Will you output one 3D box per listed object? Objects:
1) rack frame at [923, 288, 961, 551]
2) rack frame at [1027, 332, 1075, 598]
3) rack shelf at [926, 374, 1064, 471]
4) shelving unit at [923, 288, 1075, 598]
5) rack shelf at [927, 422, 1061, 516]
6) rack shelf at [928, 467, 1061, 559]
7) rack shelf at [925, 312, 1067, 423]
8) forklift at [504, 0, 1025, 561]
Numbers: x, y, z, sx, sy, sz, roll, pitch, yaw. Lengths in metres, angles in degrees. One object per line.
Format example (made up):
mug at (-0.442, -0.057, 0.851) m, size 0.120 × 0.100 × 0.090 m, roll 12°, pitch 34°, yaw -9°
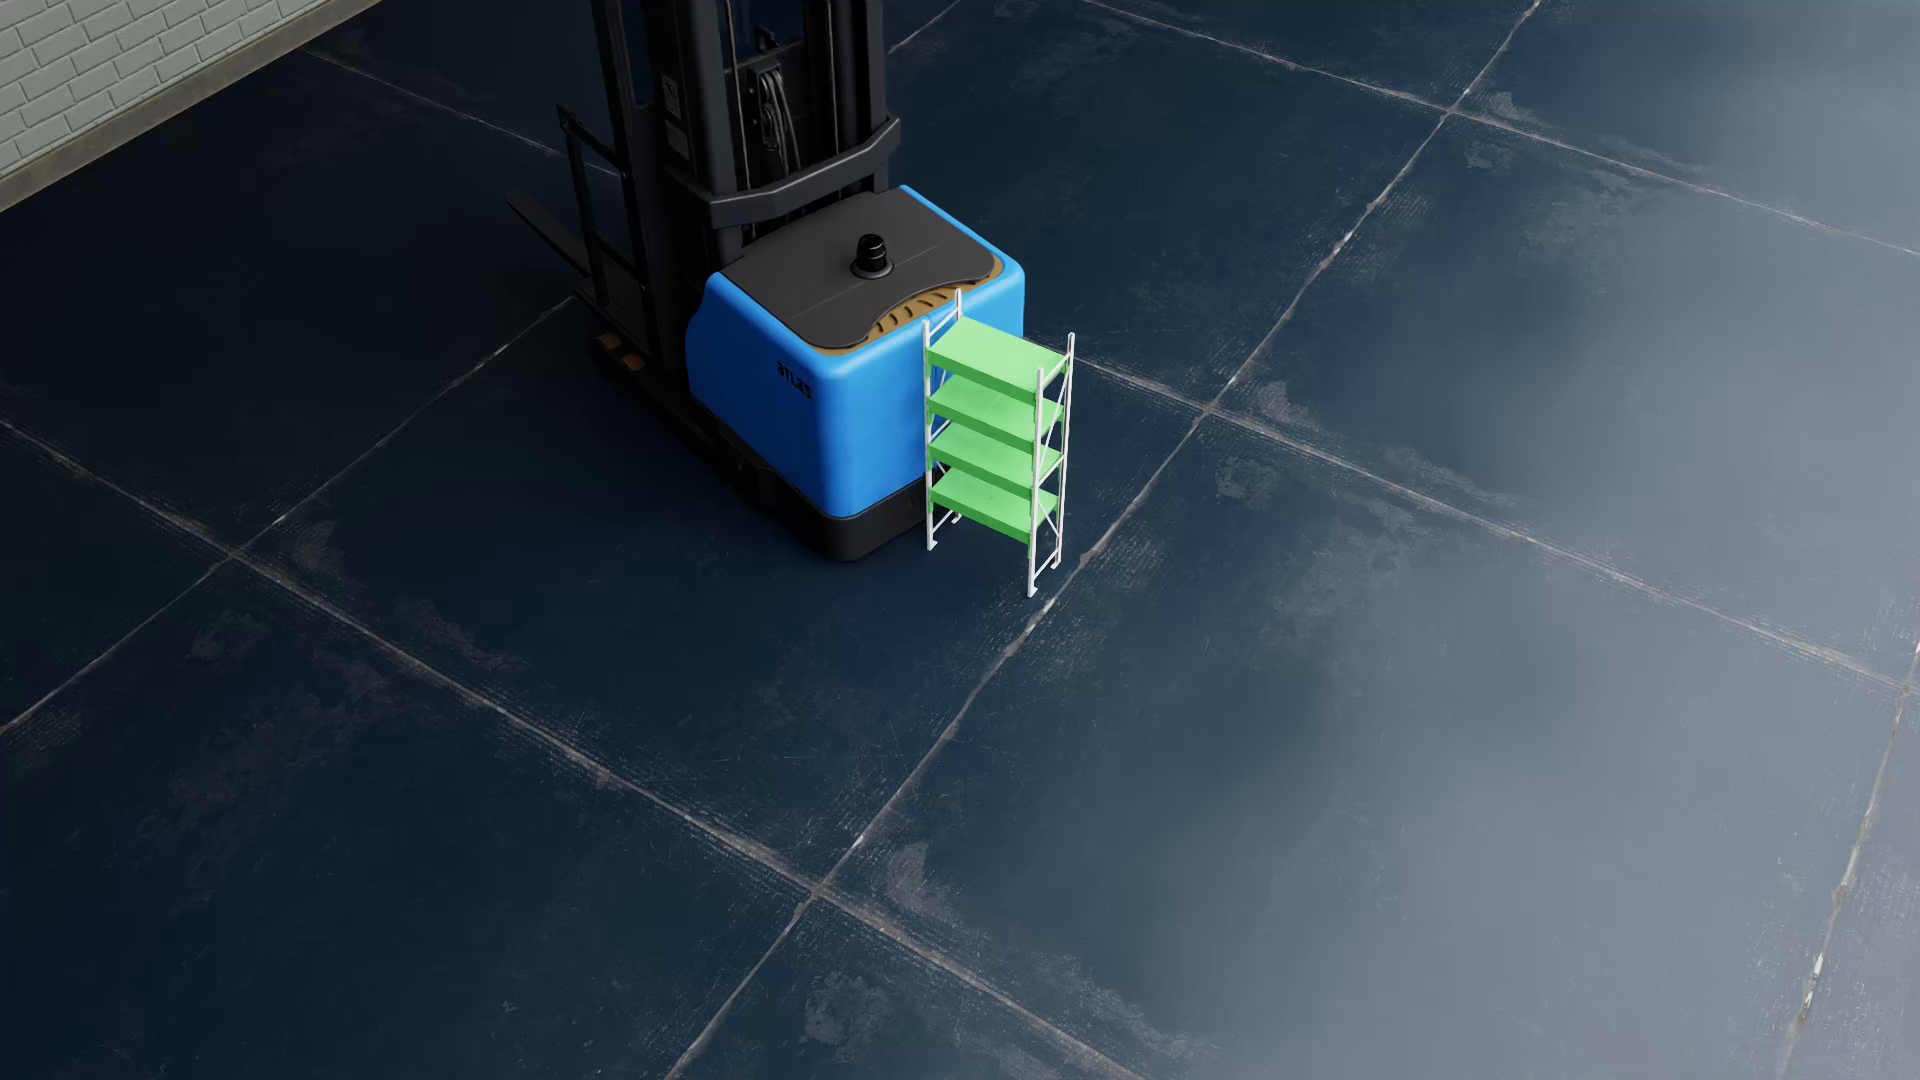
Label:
rack frame at (-0.066, -0.449, 6.571) m, size 0.015 × 1.200 × 0.240 m, roll 25°, pitch 51°, yaw 22°
rack frame at (0.345, -0.260, 6.387) m, size 0.015 × 1.200 × 0.240 m, roll 25°, pitch 51°, yaw 22°
rack shelf at (0.139, -0.477, 6.353) m, size 0.480 × 0.148 × 0.258 m, roll 25°, pitch 51°, yaw 22°
shelving unit at (0.139, -0.354, 6.479) m, size 0.503 × 1.200 × 0.258 m, roll 25°, pitch 51°, yaw 22°
rack shelf at (0.139, -0.310, 6.525) m, size 0.480 × 0.148 × 0.258 m, roll 25°, pitch 51°, yaw 22°
rack shelf at (0.139, -0.142, 6.697) m, size 0.480 × 0.148 × 0.258 m, roll 25°, pitch 51°, yaw 22°
rack shelf at (0.139, -0.644, 6.181) m, size 0.480 × 0.148 × 0.258 m, roll 25°, pitch 51°, yaw 22°
forklift at (-1.061, -1.925, 6.799) m, size 1.130 × 2.935 × 3.031 m, roll -31°, pitch 53°, yaw -27°
